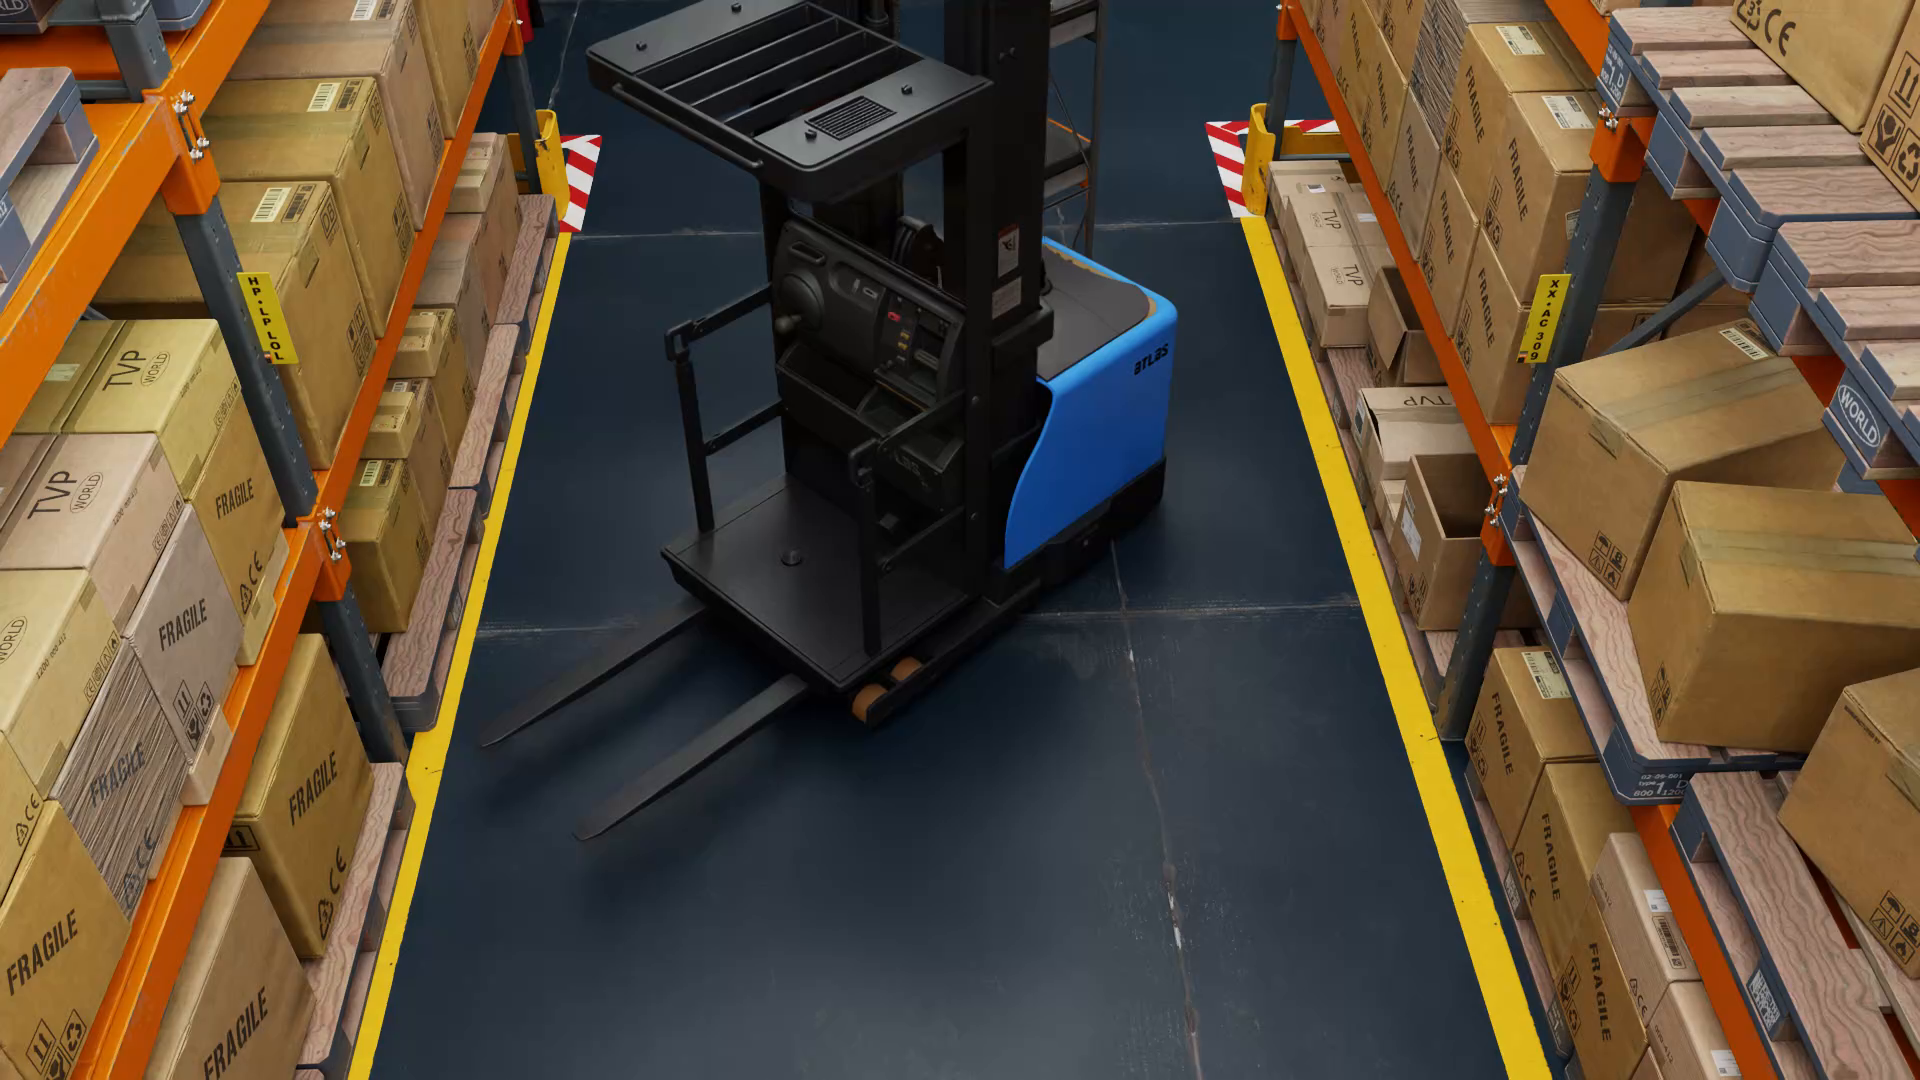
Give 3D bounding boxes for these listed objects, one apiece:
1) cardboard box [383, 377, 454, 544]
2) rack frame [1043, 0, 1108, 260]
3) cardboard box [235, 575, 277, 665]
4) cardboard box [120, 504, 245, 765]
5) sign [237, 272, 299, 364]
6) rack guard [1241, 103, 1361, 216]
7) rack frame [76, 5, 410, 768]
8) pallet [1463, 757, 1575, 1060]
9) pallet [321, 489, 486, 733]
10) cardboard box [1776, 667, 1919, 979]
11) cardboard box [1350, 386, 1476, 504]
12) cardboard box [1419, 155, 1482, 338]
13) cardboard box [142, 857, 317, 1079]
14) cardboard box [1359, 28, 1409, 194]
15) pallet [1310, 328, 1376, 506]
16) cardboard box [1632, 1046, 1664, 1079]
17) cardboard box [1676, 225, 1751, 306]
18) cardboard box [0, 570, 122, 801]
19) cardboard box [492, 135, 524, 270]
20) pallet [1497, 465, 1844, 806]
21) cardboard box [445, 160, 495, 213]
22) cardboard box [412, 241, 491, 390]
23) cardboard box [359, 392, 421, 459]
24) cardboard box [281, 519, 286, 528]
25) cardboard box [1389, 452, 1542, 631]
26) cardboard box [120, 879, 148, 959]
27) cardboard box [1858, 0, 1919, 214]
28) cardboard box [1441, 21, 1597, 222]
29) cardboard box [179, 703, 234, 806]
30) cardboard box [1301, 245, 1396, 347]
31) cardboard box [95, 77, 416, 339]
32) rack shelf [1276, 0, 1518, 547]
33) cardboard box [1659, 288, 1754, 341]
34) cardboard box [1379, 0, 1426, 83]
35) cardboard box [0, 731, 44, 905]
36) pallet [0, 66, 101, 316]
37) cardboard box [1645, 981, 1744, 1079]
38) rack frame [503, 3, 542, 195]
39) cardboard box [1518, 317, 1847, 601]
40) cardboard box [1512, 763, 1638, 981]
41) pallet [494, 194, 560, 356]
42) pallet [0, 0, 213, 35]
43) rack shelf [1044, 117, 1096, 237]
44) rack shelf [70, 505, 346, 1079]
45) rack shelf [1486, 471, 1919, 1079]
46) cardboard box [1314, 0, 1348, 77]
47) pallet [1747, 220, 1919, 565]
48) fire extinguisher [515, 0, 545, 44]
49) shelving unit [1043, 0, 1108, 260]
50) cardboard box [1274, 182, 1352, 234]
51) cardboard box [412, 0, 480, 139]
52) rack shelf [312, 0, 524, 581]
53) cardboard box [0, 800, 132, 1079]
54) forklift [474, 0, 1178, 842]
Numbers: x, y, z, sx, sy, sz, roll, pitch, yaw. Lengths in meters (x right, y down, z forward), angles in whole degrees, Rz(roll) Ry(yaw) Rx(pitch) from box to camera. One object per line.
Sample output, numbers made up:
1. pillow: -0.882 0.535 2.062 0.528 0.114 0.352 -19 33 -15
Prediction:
1. cardboard box: -2.551 -0.318 6.916 0.700 0.500 0.500 -2 43 -2
2. rack frame: 0.450 -1.488 7.319 0.400 2.100 0.015 -30 50 -29
3. cardboard box: -2.272 0.238 4.942 0.380 0.149 0.250 -1 43 -1
4. cardboard box: -2.301 0.257 4.440 0.500 0.500 0.500 -1 43 -1
5. sign: -2.062 -0.657 4.949 0.100 0.325 0.005 -2 43 -2
6. rack guard: 2.179 -2.110 9.182 1.175 0.500 0.348 -2 43 -2
7. rack frame: -2.604 -0.237 5.289 1.000 3.000 0.127 -2 43 -2
8. pallet: 2.418 1.194 5.791 1.003 0.211 1.213 -2 43 -2
9. pallet: -2.558 0.275 6.794 1.003 0.211 1.213 -2 43 -2
10. cardboard box: 2.482 0.617 3.972 0.700 0.500 0.500 -12 44 -13
11. cardboard box: 2.006 -0.436 7.170 0.500 0.311 0.500 -2 43 -2
12. cardboard box: 2.045 -1.097 6.153 0.500 0.500 0.500 -1 43 -1
13. cardboard box: -2.405 1.435 4.744 0.750 0.750 0.750 0 43 0
14. cardboard box: 1.996 -1.788 6.906 0.500 0.500 0.500 -1 43 -1
15. pallet: 2.262 -0.643 7.796 1.003 0.211 1.213 -2 43 -2
16. cardboard box: 2.191 1.749 4.646 0.500 0.500 0.500 -3 43 -3
17. cardboard box: 2.607 -1.114 5.431 0.500 0.500 0.500 -1 43 -1
18. cardboard box: -2.294 0.330 3.806 0.500 0.250 0.500 -1 43 -1
19. cardboard box: -2.644 -1.701 8.425 0.700 0.500 0.500 -2 43 -2
20. pallet: 2.270 0.231 4.920 1.003 0.211 1.213 -2 43 -2
21. cardboard box: -2.445 -1.687 7.929 0.380 0.149 0.250 -1 43 -1
22. cardboard box: -2.600 -1.024 7.686 0.700 0.500 0.500 -3 43 -3
23. cardboard box: -2.365 -0.454 6.585 0.380 0.149 0.250 0 43 0
24. cardboard box: -2.725 -0.114 6.214 0.380 0.149 0.250 -2 43 -2
25. cardboard box: 2.038 0.001 6.554 0.500 0.500 0.500 -2 43 -2
26. cardboard box: -2.296 0.927 4.190 0.380 0.149 0.250 -3 43 -3
27. cardboard box: 2.344 -0.924 3.359 0.600 0.600 0.600 -2 43 -2
28. cardboard box: 2.041 -1.467 5.817 0.500 0.500 0.500 -2 43 -3
29. cardboard box: -2.236 0.591 4.557 0.380 0.149 0.250 -2 43 -2
30. cardboard box: 1.958 -1.181 8.028 0.500 0.250 0.500 -2 43 -2
31. cardboard box: -2.636 -1.208 6.126 0.980 0.700 0.700 -3 43 -3
32. rack shelf: 2.261 -1.467 7.163 1.077 0.370 4.000 -2 43 -2
33. cardboard box: 2.596 -0.771 5.797 0.500 0.500 0.500 -1 43 -1
34. cardboard box: 2.000 -2.147 6.559 0.500 0.500 0.500 -2 43 -2
35. cardboard box: -2.272 0.674 3.431 0.500 0.250 0.500 -2 43 -3
36. pallet: -2.515 -0.655 3.666 0.805 0.209 1.217 -3 43 -4
37. cardboard box: 2.187 1.448 4.420 0.500 0.250 0.500 -2 43 -3
38. rack frame: -2.773 -2.938 8.235 1.000 3.000 0.127 -2 43 -2
39. cardboard box: 2.142 -0.247 4.915 0.700 0.500 0.500 -15 45 -16
40. cardboard box: 2.156 1.071 5.386 0.500 0.500 0.500 -1 43 -1
41. pallet: -2.661 -1.372 8.591 1.003 0.211 1.213 -2 43 -2
42. pallet: -2.628 -1.863 4.908 1.003 0.211 1.213 -2 43 -2
43. rack shelf: 0.291 -1.603 7.465 0.431 0.518 0.480 -30 50 -29
44. rack shelf: -2.519 1.378 4.059 1.077 0.370 4.000 -2 43 -2
45. rack shelf: 2.430 1.233 4.217 1.077 0.370 4.000 -2 43 -2
46. cardboard box: 1.958 -2.464 7.644 0.500 0.500 0.500 -2 43 -2
47. pallet: 2.350 -0.276 3.251 1.213 0.211 1.003 -2 43 -2
48. fire extinguisher: -2.319 -2.887 8.513 0.296 0.674 0.183 -2 43 -2
49. shelving unit: 0.291 -1.613 7.455 0.431 2.100 0.503 -30 50 -29
50. cardboard box: 1.861 -1.739 8.698 0.380 0.166 0.250 -2 43 -2
51. cardboard box: -2.700 -2.213 7.223 0.980 0.700 0.700 -2 43 -2
52. rack shelf: -2.688 -1.322 7.005 1.077 0.370 4.000 -2 43 -2
53. cardboard box: -2.261 0.934 3.703 0.500 0.500 0.500 -1 43 -1
54. forklift: -0.494 -0.756 5.905 1.130 2.935 3.031 34 52 31
